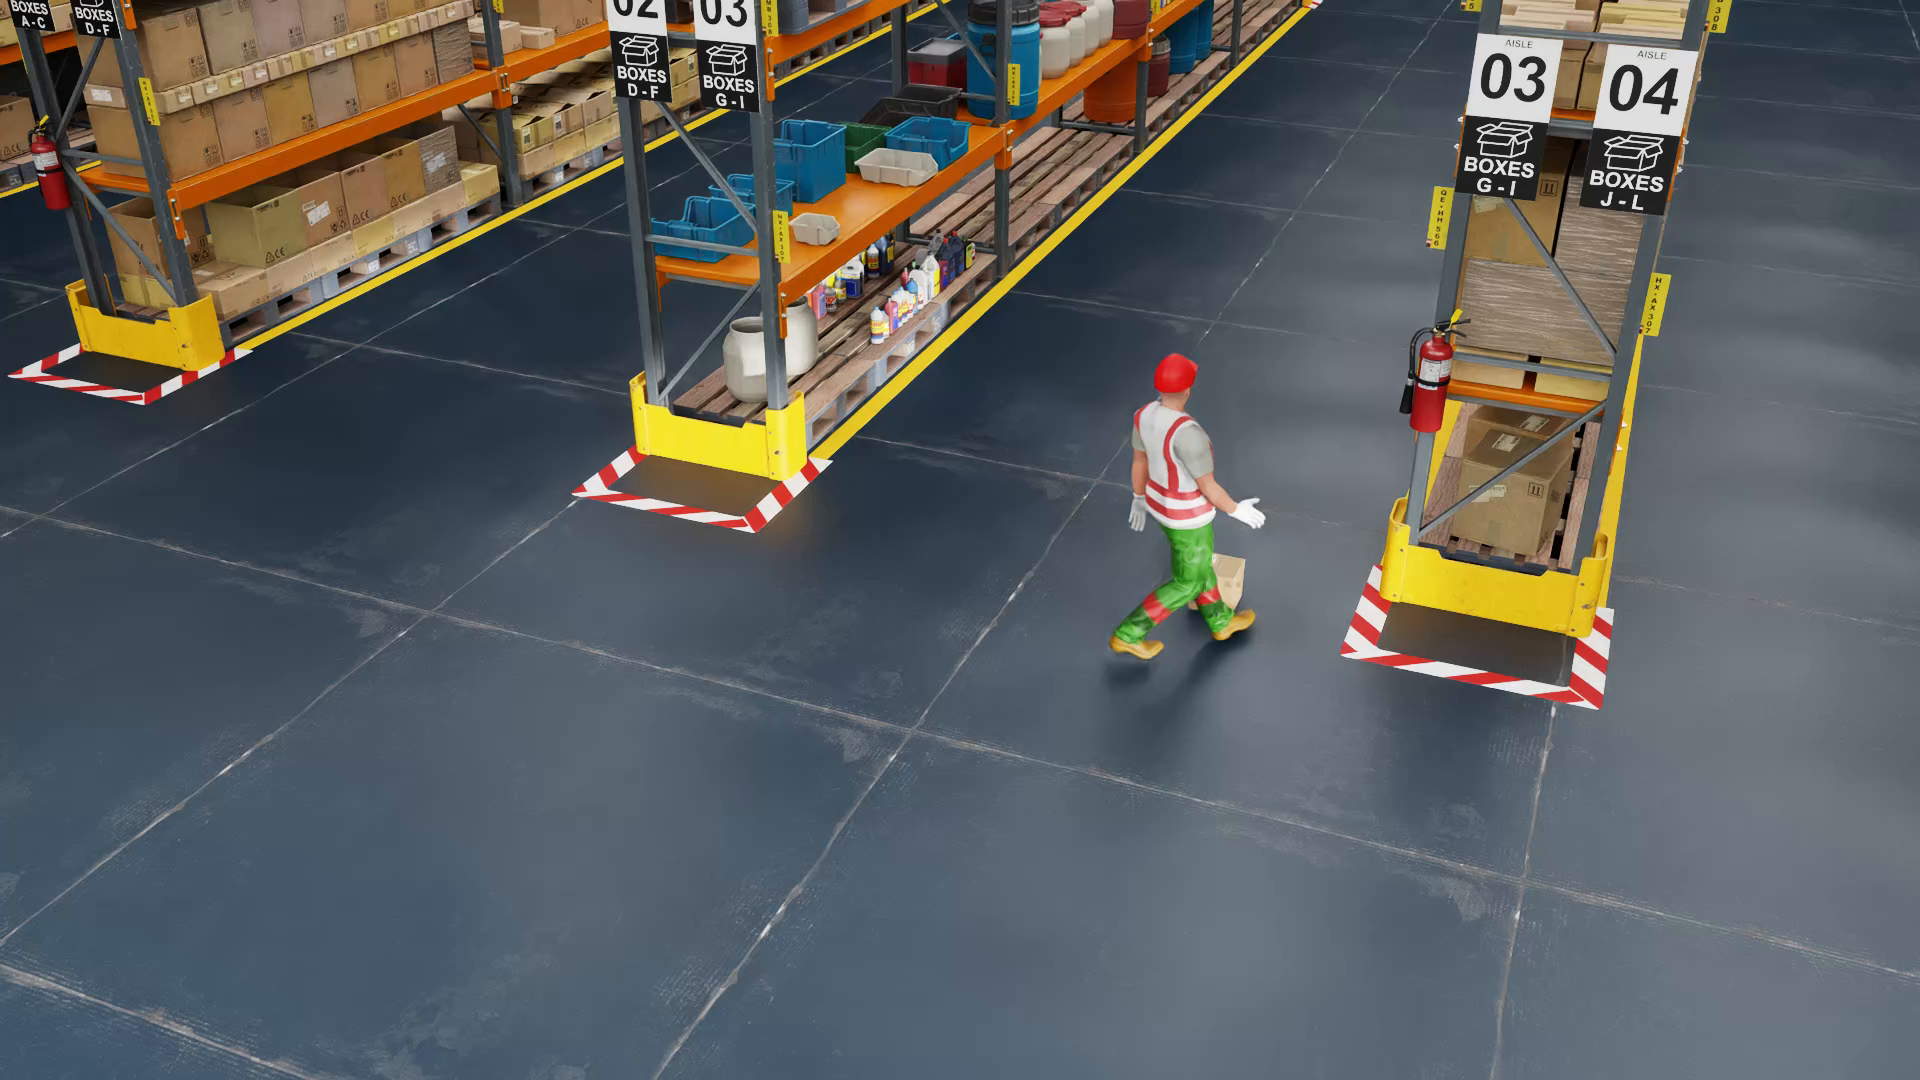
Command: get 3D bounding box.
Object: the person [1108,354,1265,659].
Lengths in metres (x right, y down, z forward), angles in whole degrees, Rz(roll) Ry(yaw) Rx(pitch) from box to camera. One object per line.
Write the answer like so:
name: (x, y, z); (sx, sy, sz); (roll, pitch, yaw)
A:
person: (1.236, -0.165, 8.700); (0.959, 1.743, 0.622); (-12, 32, -20)
